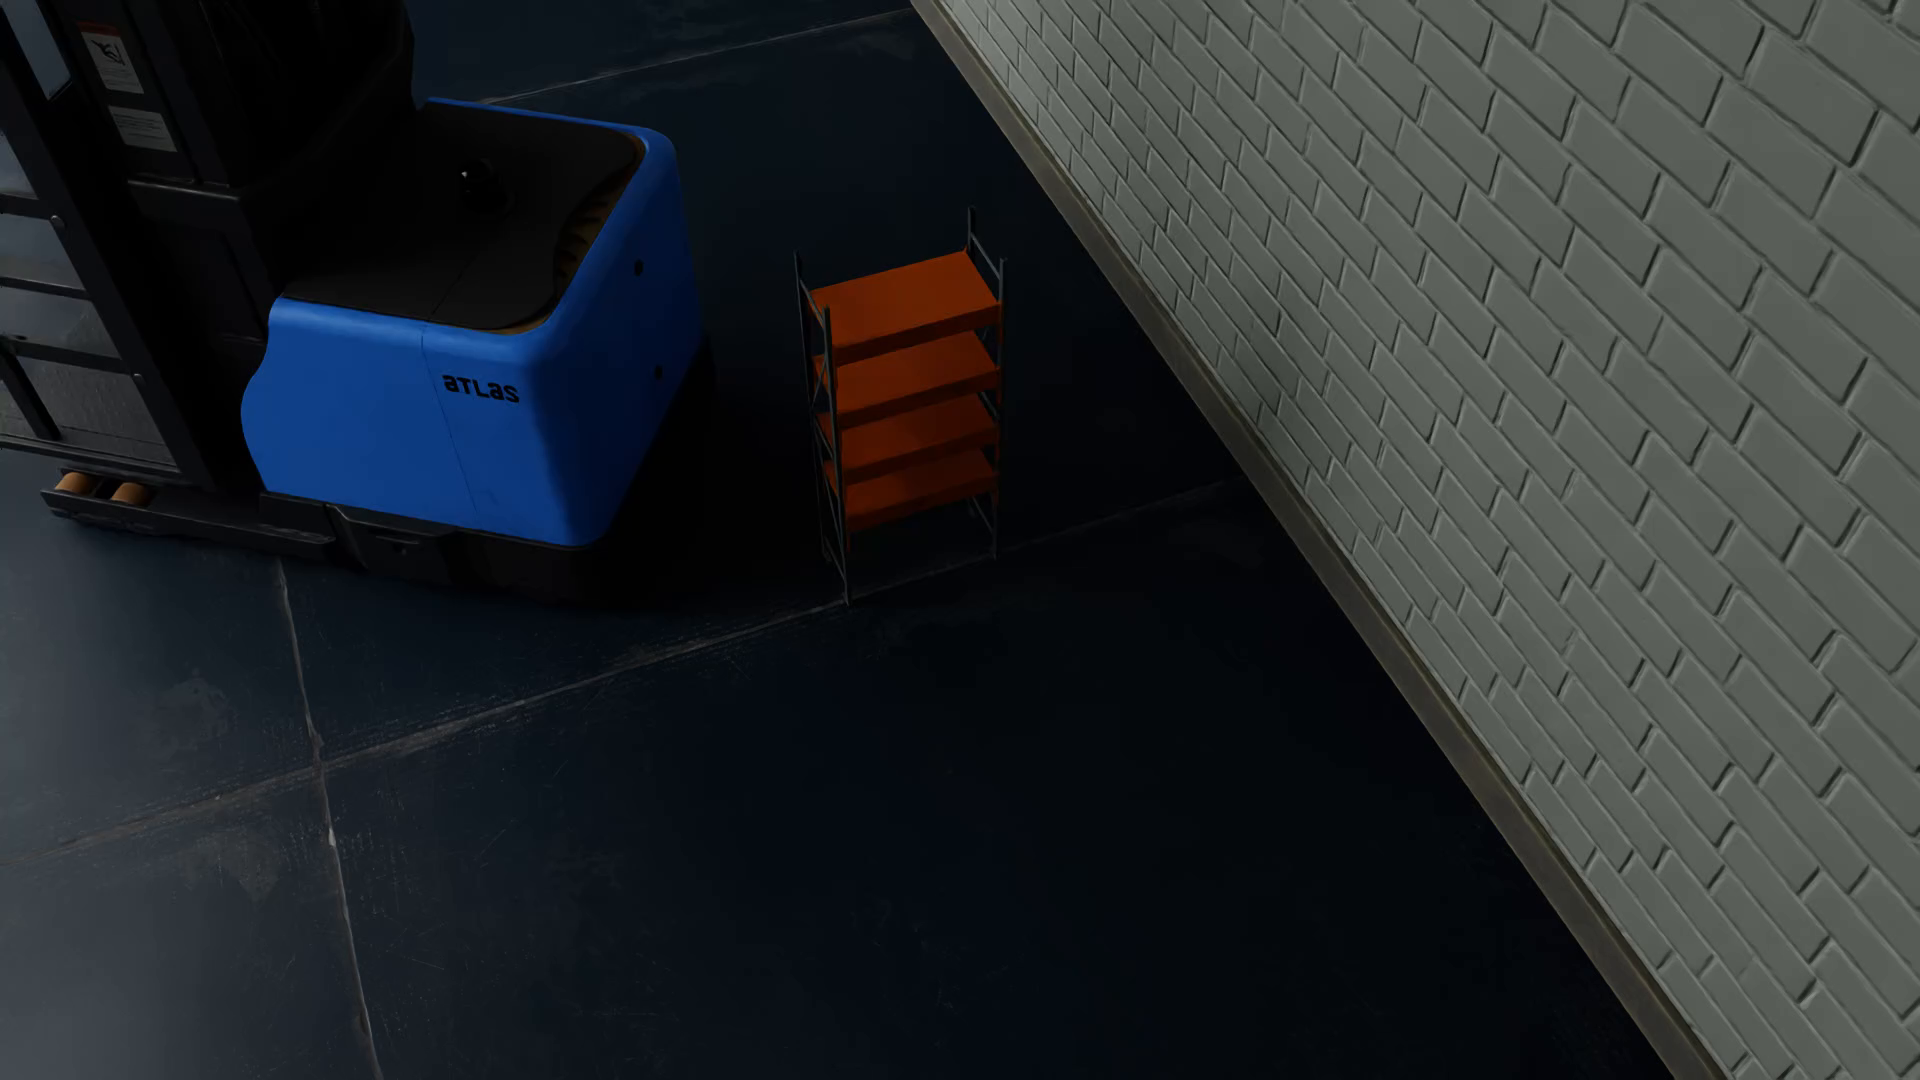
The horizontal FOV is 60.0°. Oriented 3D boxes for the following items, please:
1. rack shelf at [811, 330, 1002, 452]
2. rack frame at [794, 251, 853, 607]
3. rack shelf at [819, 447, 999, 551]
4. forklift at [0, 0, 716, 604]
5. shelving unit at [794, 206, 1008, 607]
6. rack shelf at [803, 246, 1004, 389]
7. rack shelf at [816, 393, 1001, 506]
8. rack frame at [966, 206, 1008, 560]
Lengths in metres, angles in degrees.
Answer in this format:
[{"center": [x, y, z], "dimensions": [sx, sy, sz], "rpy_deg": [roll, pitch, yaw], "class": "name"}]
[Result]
[{"center": [-0.153, -0.445, 4.635], "dimensions": [0.480, 0.148, 0.258], "rpy_deg": [-17, 52, -14], "class": "rack shelf"}, {"center": [-0.379, -0.273, 4.694], "dimensions": [0.015, 1.200, 0.240], "rpy_deg": [-17, 52, -14], "class": "rack frame"}, {"center": [-0.153, -0.170, 4.956], "dimensions": [0.480, 0.148, 0.258], "rpy_deg": [-17, 52, -14], "class": "rack shelf"}, {"center": [-2.393, -1.355, 4.482], "dimensions": [3.031, 2.935, 1.130], "rpy_deg": [10, 50, 9], "class": "forklift"}, {"center": [-0.153, -0.343, 4.754], "dimensions": [0.503, 1.200, 0.258], "rpy_deg": [-17, 52, -14], "class": "shelving unit"}, {"center": [-0.153, -0.599, 4.456], "dimensions": [0.480, 0.148, 0.258], "rpy_deg": [-17, 52, -14], "class": "rack shelf"}, {"center": [-0.153, -0.300, 4.805], "dimensions": [0.480, 0.148, 0.258], "rpy_deg": [-17, 52, -14], "class": "rack shelf"}, {"center": [0.073, -0.413, 4.814], "dimensions": [0.015, 1.200, 0.240], "rpy_deg": [-17, 52, -14], "class": "rack frame"}]
